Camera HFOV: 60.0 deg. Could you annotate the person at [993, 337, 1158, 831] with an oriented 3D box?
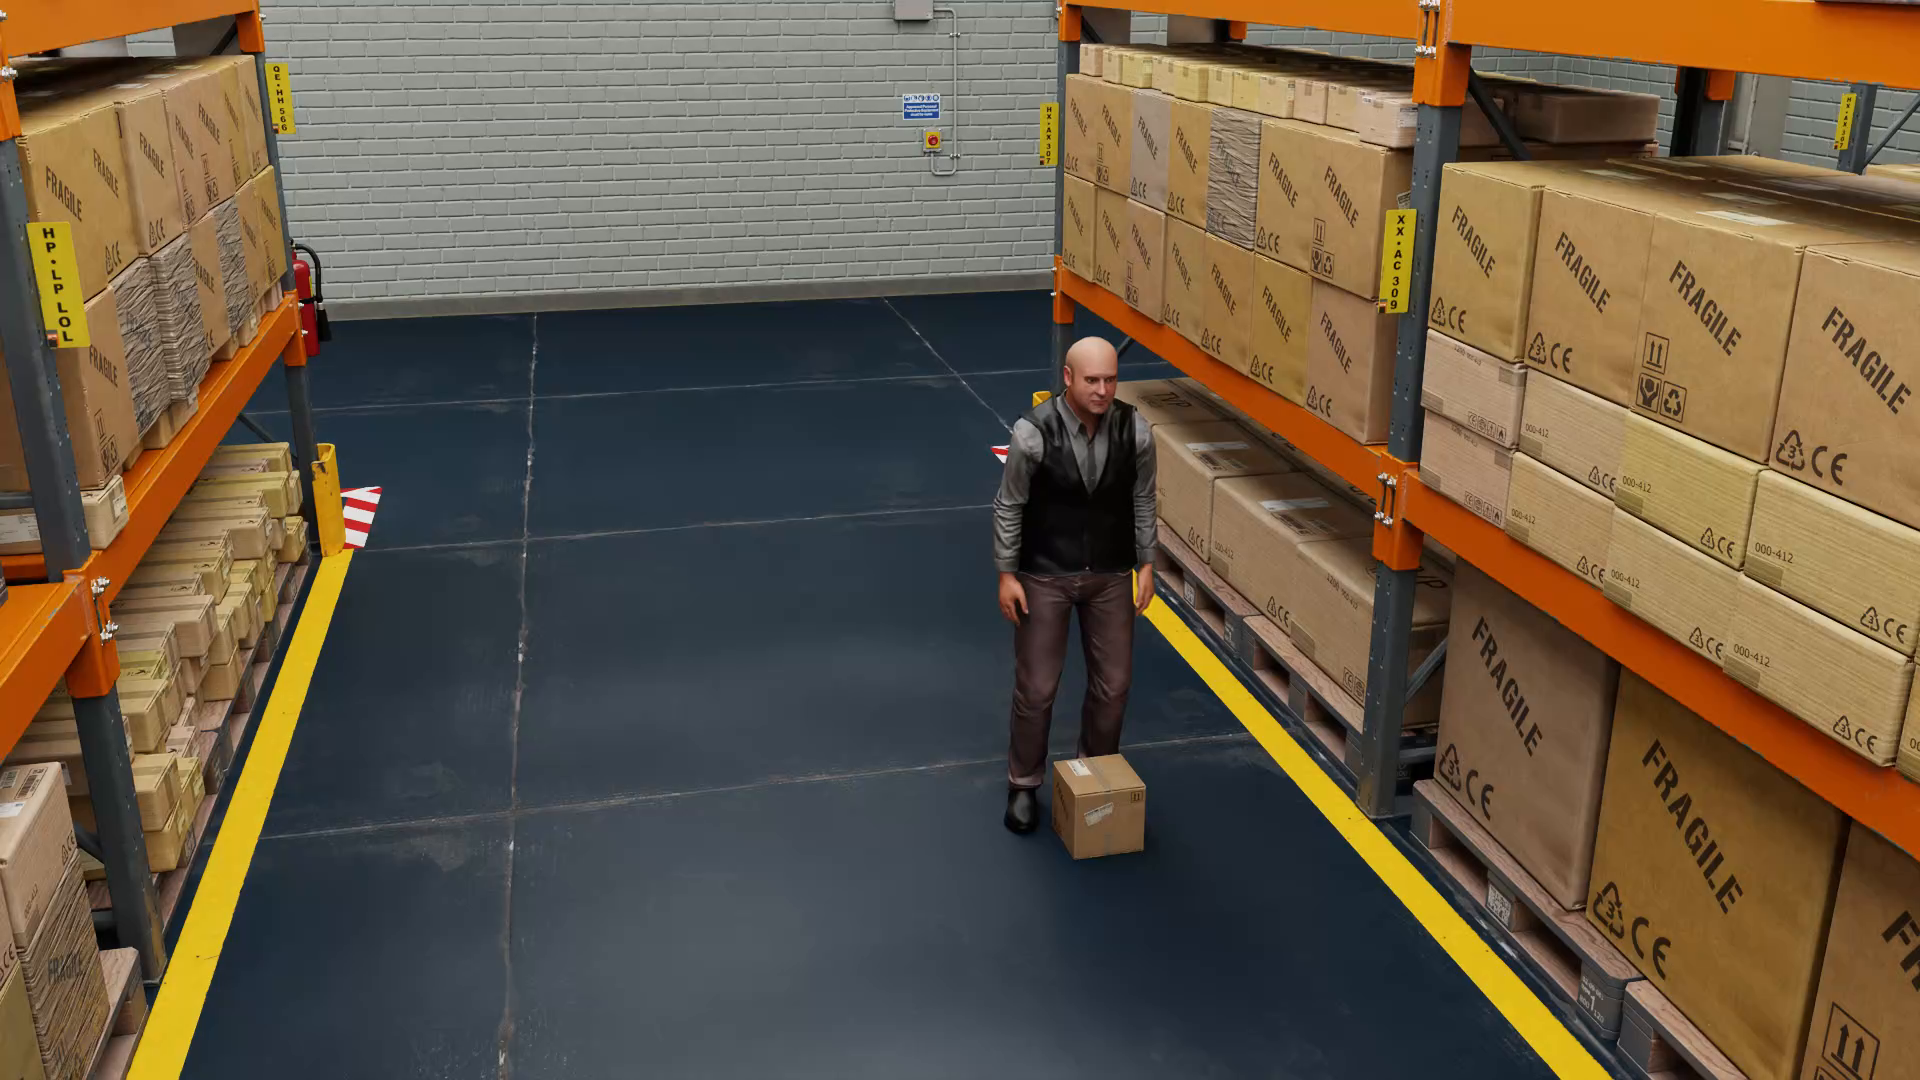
[{"bbox_3d":[0.401,0.140,5.711,0.579,1.720,0.373,-5,20,-13],"label":"person"}]
